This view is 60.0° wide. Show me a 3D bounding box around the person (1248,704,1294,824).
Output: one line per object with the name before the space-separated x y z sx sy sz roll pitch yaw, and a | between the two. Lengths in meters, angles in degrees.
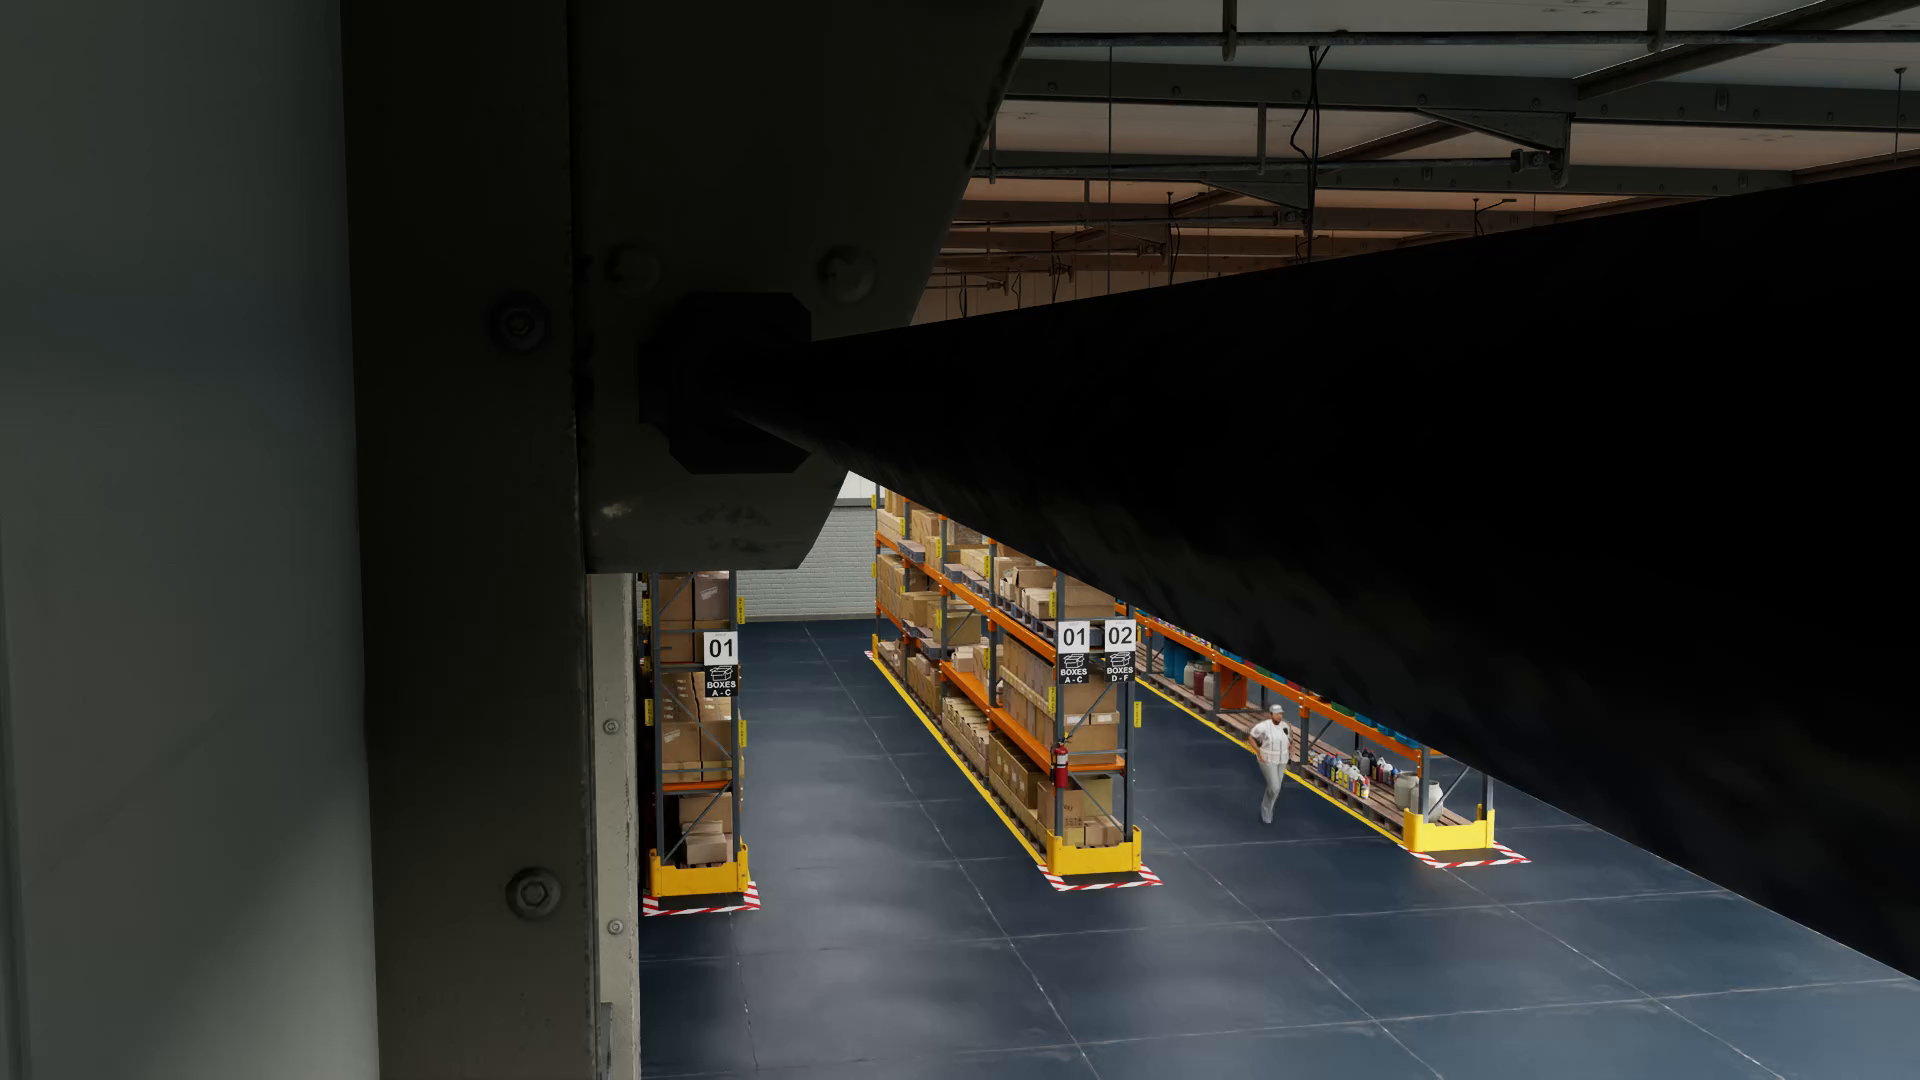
person | 4.393 3.134 23.264 0.579 1.687 0.693 -3 6 -23
